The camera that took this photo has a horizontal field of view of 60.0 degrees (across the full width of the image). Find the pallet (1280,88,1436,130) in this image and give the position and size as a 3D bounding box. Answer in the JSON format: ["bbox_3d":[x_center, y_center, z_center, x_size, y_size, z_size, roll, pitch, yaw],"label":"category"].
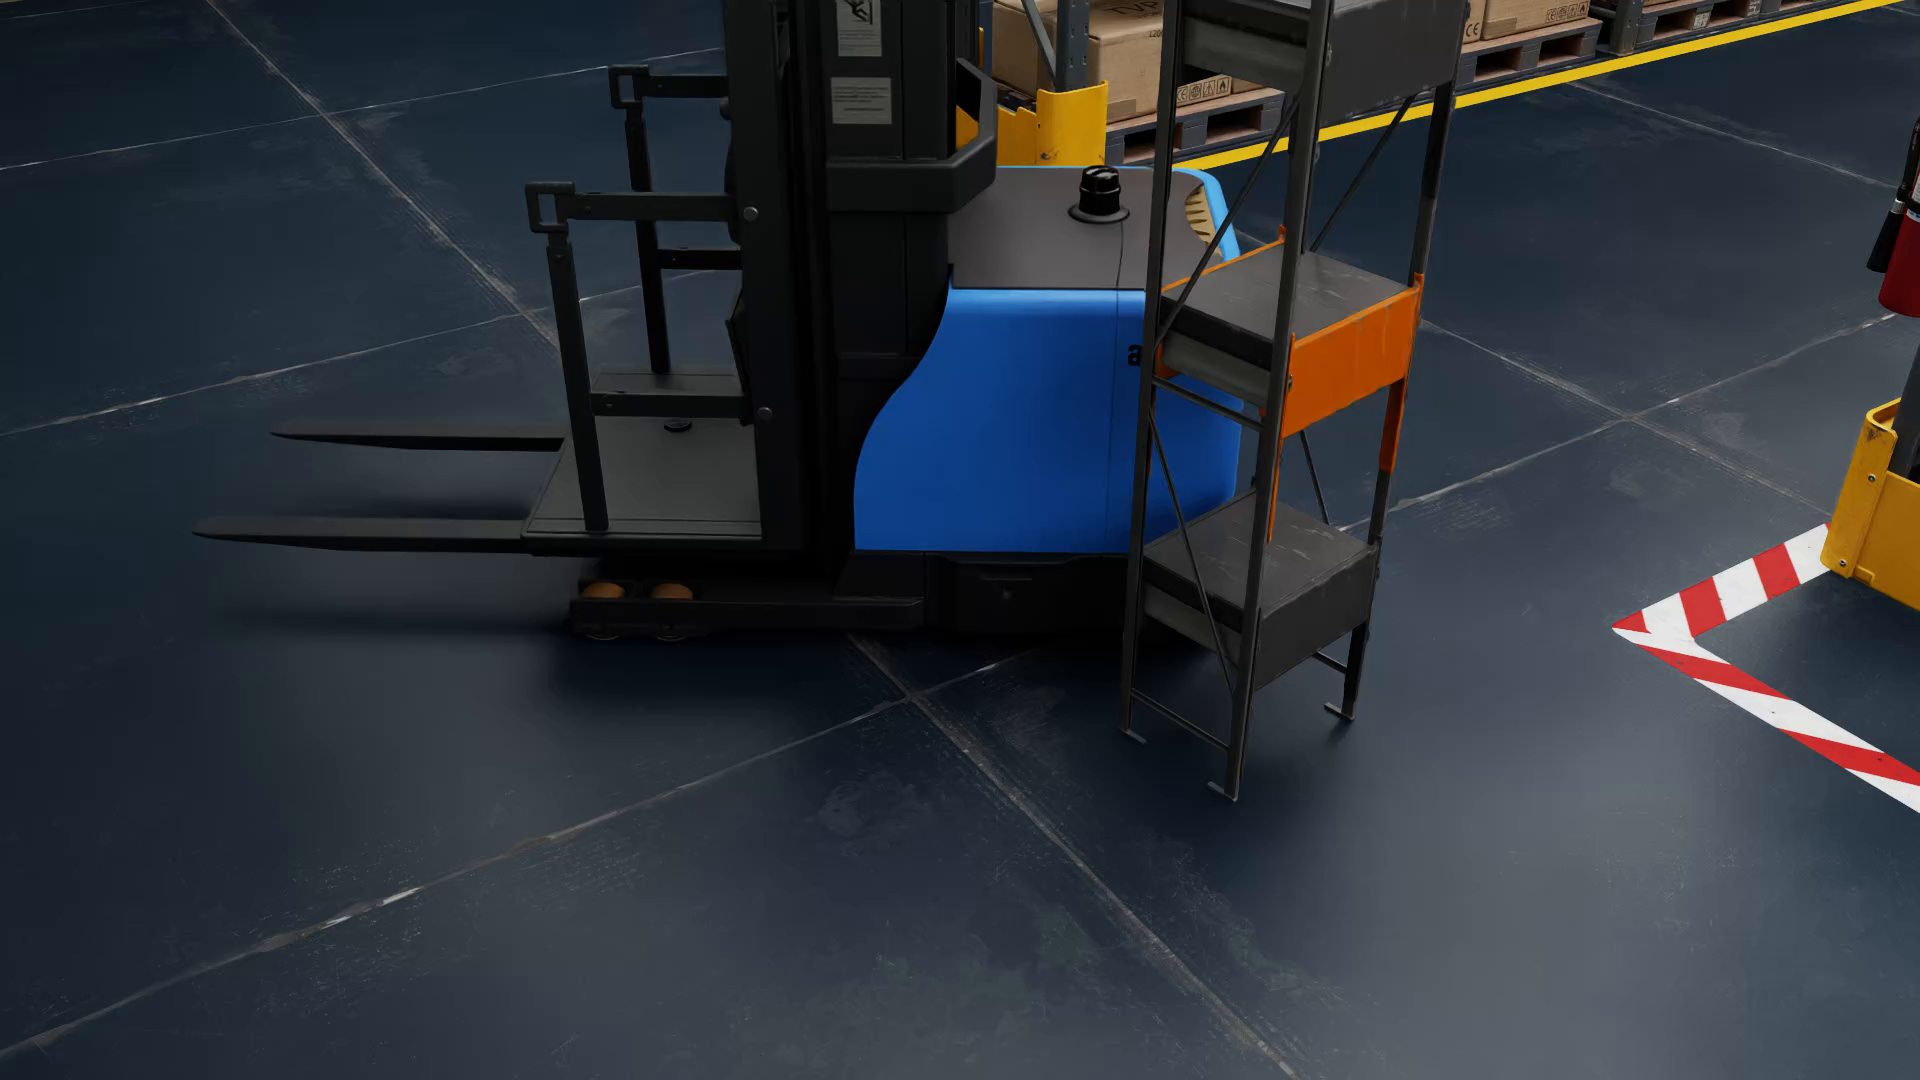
[{"bbox_3d":[1.921,-2.601,9.176,1.213,0.211,1.003,-19,37,-27],"label":"pallet"}]

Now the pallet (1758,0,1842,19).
[{"bbox_3d":[5.263,-3.752,11.001,1.213,0.211,1.003,-19,37,-27],"label":"pallet"}]

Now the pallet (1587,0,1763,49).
[{"bbox_3d":[4.236,-3.398,10.438,1.213,0.211,1.003,-19,37,-27],"label":"pallet"}]

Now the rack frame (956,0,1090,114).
[{"bbox_3d":[0.267,-3.164,7.454,0.127,3.000,1.000,-19,37,-27],"label":"rack frame"}]

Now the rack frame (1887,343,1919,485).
[{"bbox_3d":[3.034,-0.973,3.981,0.127,3.000,1.000,-19,37,-27],"label":"rack frame"}]

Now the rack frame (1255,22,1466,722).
[{"bbox_3d":[0.922,-0.479,4.041,0.015,2.100,0.400,-26,40,-35],"label":"rack frame"}]

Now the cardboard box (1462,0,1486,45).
[{"bbox_3d":[2.291,-3.022,9.236,0.875,0.438,0.875,-20,37,-29],"label":"cardboard box"}]

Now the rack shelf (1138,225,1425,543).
[{"bbox_3d":[0.741,-0.380,3.909,0.480,0.518,0.431,-26,40,-35],"label":"rack shelf"}]

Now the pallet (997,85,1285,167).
[{"bbox_3d":[0.896,-2.251,8.620,1.213,0.211,1.003,-19,37,-27],"label":"pallet"}]

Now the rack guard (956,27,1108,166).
[{"bbox_3d":[0.246,-2.100,8.110,0.348,0.500,1.175,-19,37,-27],"label":"rack guard"}]

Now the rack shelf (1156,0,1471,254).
[{"bbox_3d":[0.741,-0.972,3.536,0.480,0.518,0.431,-26,40,-35],"label":"rack shelf"}]

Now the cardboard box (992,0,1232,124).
[{"bbox_3d":[0.767,-2.493,8.399,0.875,0.438,0.875,-20,38,-29],"label":"cardboard box"}]

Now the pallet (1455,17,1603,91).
[{"bbox_3d":[2.947,-2.956,9.738,1.213,0.211,1.003,-19,37,-27],"label":"pallet"}]

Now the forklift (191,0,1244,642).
[{"bbox_3d":[-0.731,-1.229,4.450,3.031,2.935,1.130,1,32,1],"label":"forklift"}]

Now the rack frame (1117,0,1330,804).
[{"bbox_3d":[0.561,-0.303,3.763,0.015,2.100,0.400,-26,40,-35],"label":"rack frame"}]

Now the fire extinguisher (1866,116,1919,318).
[{"bbox_3d":[2.572,-0.917,4.314,0.183,0.674,0.296,-19,37,-27],"label":"fire extinguisher"}]

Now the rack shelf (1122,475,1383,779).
[{"bbox_3d":[0.741,0.213,4.283,0.480,0.518,0.431,-26,40,-35],"label":"rack shelf"}]

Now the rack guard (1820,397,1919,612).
[{"bbox_3d":[3.097,0.062,4.683,0.348,0.500,1.175,-19,37,-27],"label":"rack guard"}]

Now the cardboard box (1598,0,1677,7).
[{"bbox_3d":[4.106,-3.814,10.083,0.875,0.875,0.875,-18,36,-26],"label":"cardboard box"}]

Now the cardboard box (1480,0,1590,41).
[{"bbox_3d":[3.043,-3.281,9.647,0.875,0.438,0.875,-20,37,-28],"label":"cardboard box"}]

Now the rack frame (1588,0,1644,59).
[{"bbox_3d":[3.629,-4.320,9.287,0.127,3.000,1.000,-19,37,-27],"label":"rack frame"}]

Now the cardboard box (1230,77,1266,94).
[{"bbox_3d":[1.532,-2.762,8.824,0.875,0.438,0.875,-18,36,-26],"label":"cardboard box"}]

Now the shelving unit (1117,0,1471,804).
[{"bbox_3d":[0.741,-0.391,3.902,0.503,2.100,0.431,-26,40,-35],"label":"shelving unit"}]
